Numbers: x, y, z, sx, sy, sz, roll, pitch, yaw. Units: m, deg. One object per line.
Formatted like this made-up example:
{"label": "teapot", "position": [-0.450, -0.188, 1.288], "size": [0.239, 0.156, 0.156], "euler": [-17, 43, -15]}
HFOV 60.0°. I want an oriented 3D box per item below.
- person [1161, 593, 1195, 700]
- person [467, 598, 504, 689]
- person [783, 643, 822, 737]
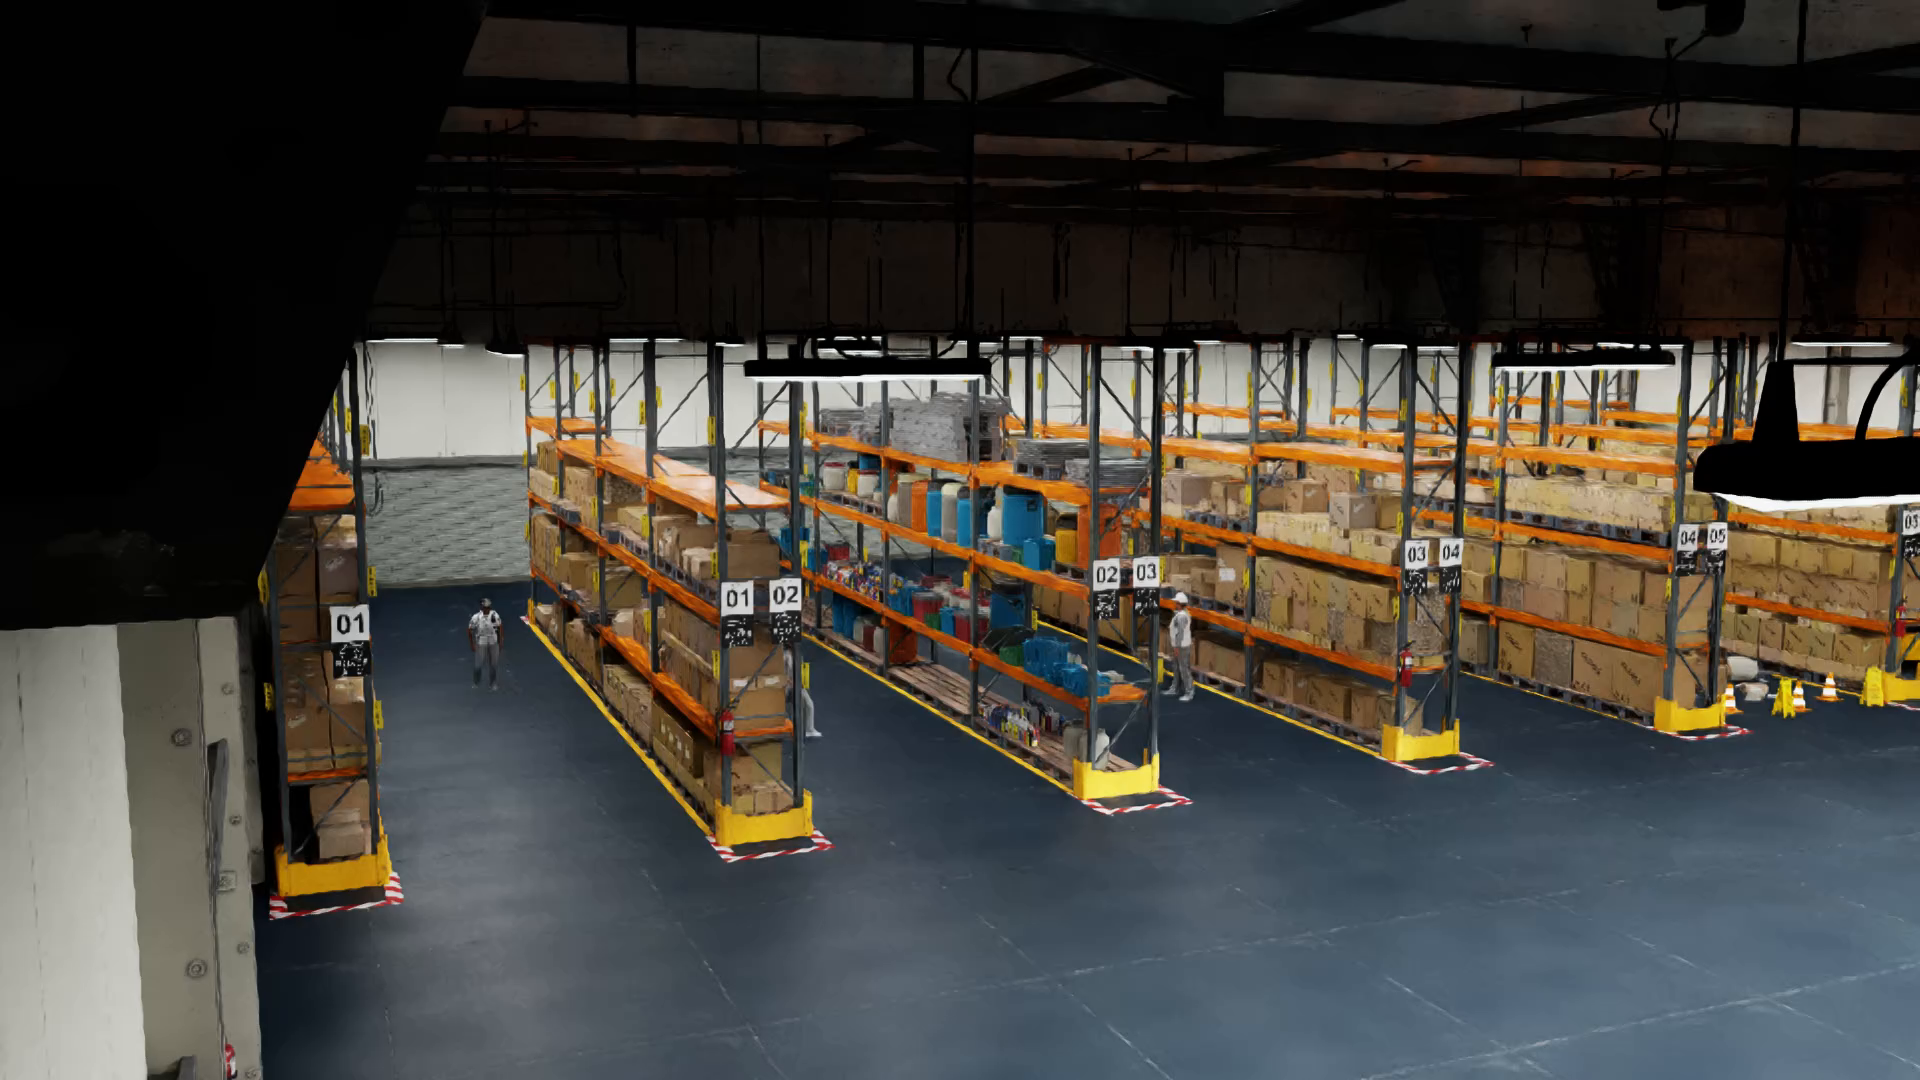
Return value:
{"label": "person", "position": [3.653, 1.754, 27.771], "size": [0.569, 1.768, 0.628], "euler": [1, 8, 8]}
{"label": "person", "position": [-8.097, 1.761, 28.411], "size": [0.593, 1.629, 0.528], "euler": [-3, 8, -24]}
{"label": "person", "position": [-2.557, 2.187, 25.186], "size": [0.609, 1.604, 0.814], "euler": [-6, 10, -39]}
